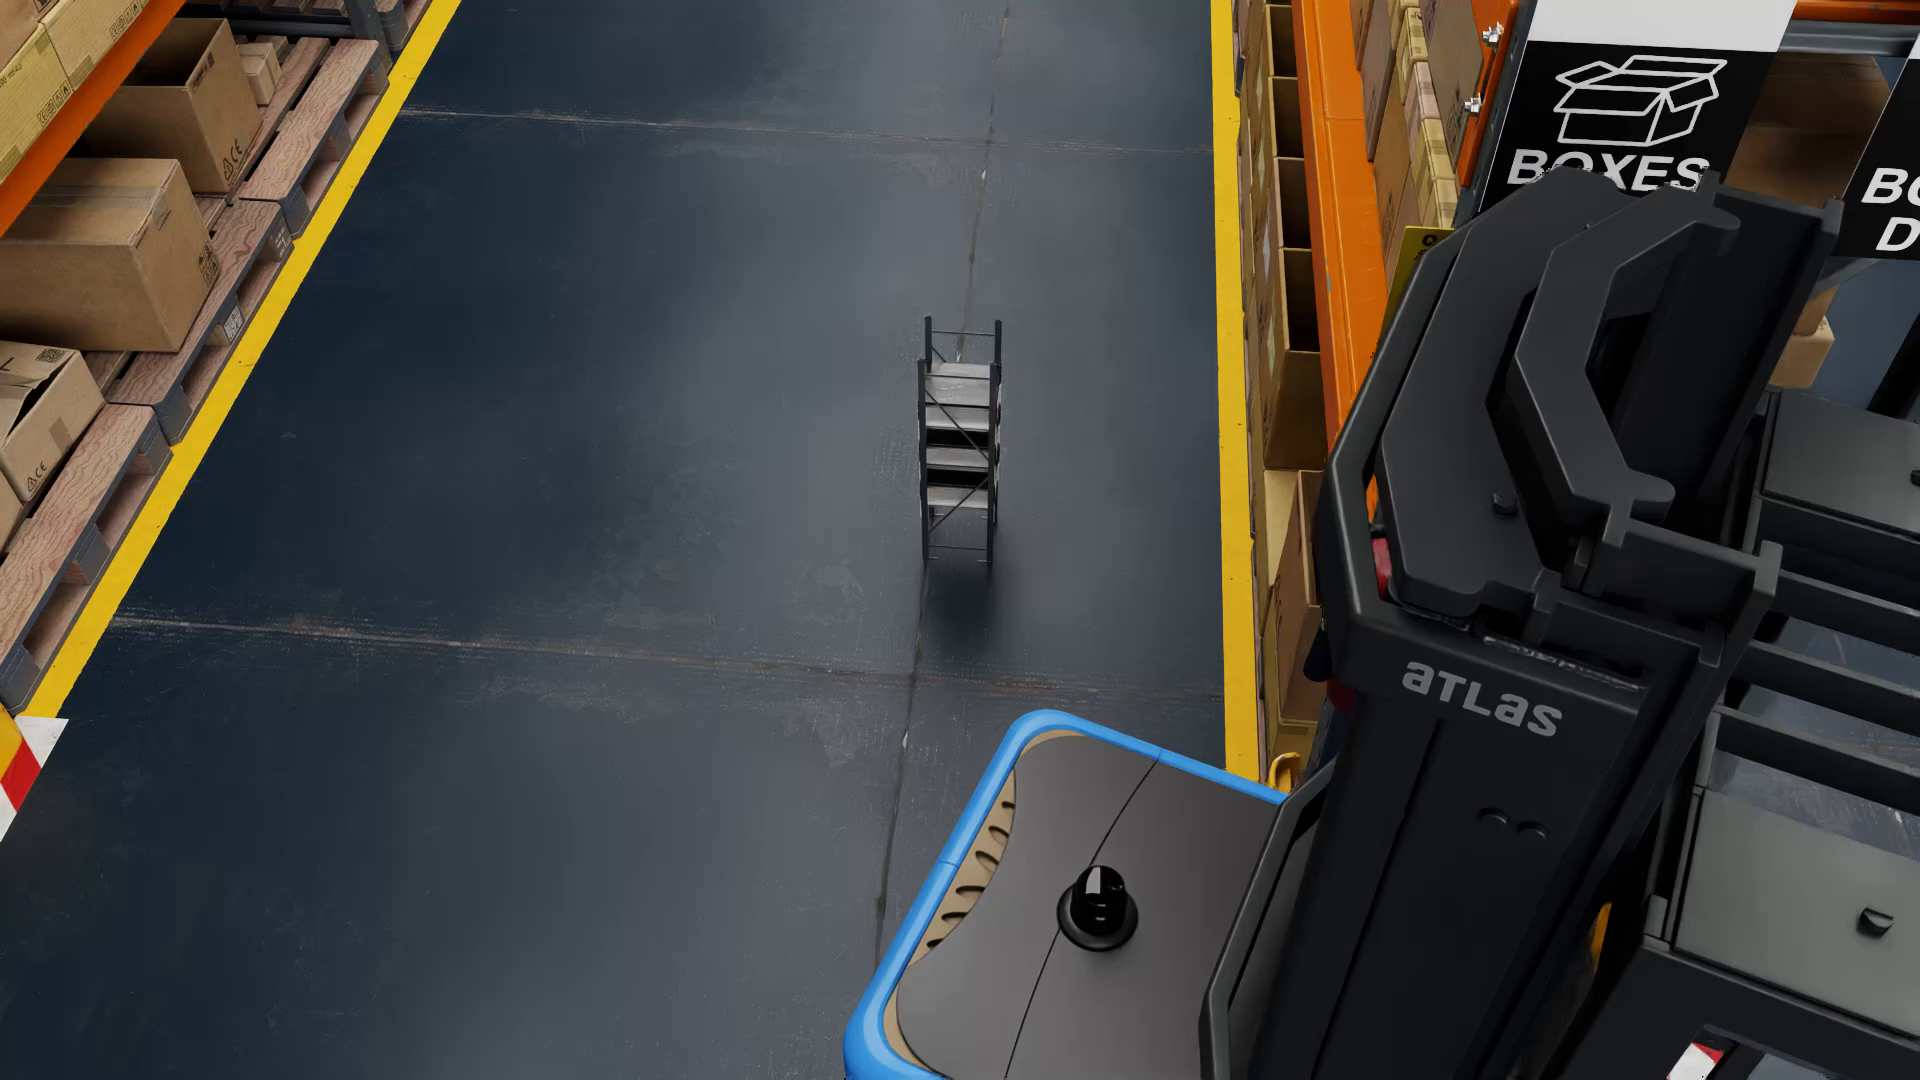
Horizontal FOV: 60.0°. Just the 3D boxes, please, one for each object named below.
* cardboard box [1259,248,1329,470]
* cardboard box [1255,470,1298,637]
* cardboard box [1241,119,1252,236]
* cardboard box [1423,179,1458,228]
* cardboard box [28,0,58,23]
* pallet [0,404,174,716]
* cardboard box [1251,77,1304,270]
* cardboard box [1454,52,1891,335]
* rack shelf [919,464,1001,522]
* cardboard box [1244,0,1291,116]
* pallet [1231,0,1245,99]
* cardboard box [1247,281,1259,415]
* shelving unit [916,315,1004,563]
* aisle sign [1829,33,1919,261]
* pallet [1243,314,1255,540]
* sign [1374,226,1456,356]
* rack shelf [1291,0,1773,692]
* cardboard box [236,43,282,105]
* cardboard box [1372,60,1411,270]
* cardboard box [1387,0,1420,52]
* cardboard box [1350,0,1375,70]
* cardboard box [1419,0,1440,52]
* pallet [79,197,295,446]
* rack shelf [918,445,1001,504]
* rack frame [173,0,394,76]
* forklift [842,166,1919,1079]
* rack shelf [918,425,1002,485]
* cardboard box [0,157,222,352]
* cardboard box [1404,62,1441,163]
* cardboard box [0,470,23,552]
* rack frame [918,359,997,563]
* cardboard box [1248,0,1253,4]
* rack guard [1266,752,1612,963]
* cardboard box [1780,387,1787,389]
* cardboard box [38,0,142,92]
[{"bbox_3d":[1.244,-0.567,5.307,0.500,0.500,0.500,4,48,4],"label":"cardboard box"},{"bbox_3d":[1.203,0.054,5.247,0.500,0.250,0.500,4,48,4],"label":"cardboard box"},{"bbox_3d":[1.385,-1.416,6.591,0.500,0.250,0.500,4,48,4],"label":"cardboard box"},{"bbox_3d":[1.283,-0.689,3.840,0.380,0.149,0.250,5,48,5],"label":"cardboard box"},{"bbox_3d":[-3.032,-1.943,5.074,0.500,0.500,0.500,5,48,5],"label":"cardboard box"},{"bbox_3d":[-3.402,0.010,5.598,1.003,0.211,1.213,4,48,4],"label":"pallet"},{"bbox_3d":[1.335,-1.302,5.979,0.500,0.500,0.500,4,48,4],"label":"cardboard box"},{"bbox_3d":[1.475,-0.803,3.505,0.700,0.500,0.500,4,48,4],"label":"cardboard box"},{"bbox_3d":[0.001,-0.166,5.581,0.258,0.077,0.200,4,48,4],"label":"rack shelf"},{"bbox_3d":[1.426,-2.037,6.651,0.500,0.500,0.500,4,48,4],"label":"cardboard box"},{"bbox_3d":[1.808,-2.493,7.887,1.003,0.211,1.213,4,48,4],"label":"pallet"},{"bbox_3d":[1.295,-0.681,5.919,0.500,0.250,0.500,4,48,4],"label":"cardboard box"},{"bbox_3d":[0.001,-0.310,5.423,0.258,0.900,0.210,4,48,4],"label":"shelving unit"},{"bbox_3d":[1.714,-0.759,2.650,0.394,0.787,0.004,4,48,4],"label":"aisle sign"},{"bbox_3d":[1.557,-0.468,6.035,1.003,0.211,1.213,4,48,4],"label":"pallet"},{"bbox_3d":[0.876,-0.468,3.200,0.100,0.325,0.005,4,48,4],"label":"sign"},{"bbox_3d":[1.597,-1.177,5.282,1.077,0.370,4.000,4,48,4],"label":"rack shelf"},{"bbox_3d":[-3.173,-2.017,7.184,0.380,0.166,0.250,-2,48,-2],"label":"cardboard box"},{"bbox_3d":[1.565,-1.077,4.635,0.700,0.500,0.500,4,48,4],"label":"cardboard box"},{"bbox_3d":[1.377,-1.448,4.534,0.380,0.149,0.250,5,48,5],"label":"cardboard box"},{"bbox_3d":[1.654,-1.841,5.333,0.700,0.500,0.500,5,48,4],"label":"cardboard box"},{"bbox_3d":[1.563,-1.560,4.197,0.700,0.500,0.500,4,48,4],"label":"cardboard box"},{"bbox_3d":[-3.288,-0.884,6.416,1.003,0.211,1.213,4,48,4],"label":"pallet"},{"bbox_3d":[0.001,-0.226,5.514,0.258,0.077,0.200,4,48,4],"label":"rack shelf"},{"bbox_3d":[-3.154,-3.220,6.662,1.000,3.000,0.127,4,48,4],"label":"rack frame"},{"bbox_3d":[1.303,0.900,2.941,3.031,2.935,1.130,19,50,17],"label":"forklift"},{"bbox_3d":[0.001,-0.287,5.448,0.258,0.077,0.200,4,48,4],"label":"rack shelf"},{"bbox_3d":[-3.197,-1.043,6.067,0.700,0.500,0.500,1,48,1],"label":"cardboard box"},{"bbox_3d":[1.331,-1.062,4.181,0.380,0.149,0.250,4,48,4],"label":"cardboard box"},{"bbox_3d":[-3.366,-0.024,5.263,0.500,0.311,0.500,-1,48,-1],"label":"cardboard box"},{"bbox_3d":[-0.009,-0.235,5.355,0.240,0.900,0.006,4,48,4],"label":"rack frame"},{"bbox_3d":[1.531,-2.610,7.303,0.500,0.311,0.500,4,48,4],"label":"cardboard box"},{"bbox_3d":[1.413,0.911,4.578,1.175,0.500,0.348,4,48,4],"label":"rack guard"},{"bbox_3d":[1.470,-0.326,3.948,0.700,0.500,0.500,4,48,4],"label":"cardboard box"},{"bbox_3d":[-3.024,-1.702,5.362,0.500,0.250,0.500,4,48,4],"label":"cardboard box"}]
